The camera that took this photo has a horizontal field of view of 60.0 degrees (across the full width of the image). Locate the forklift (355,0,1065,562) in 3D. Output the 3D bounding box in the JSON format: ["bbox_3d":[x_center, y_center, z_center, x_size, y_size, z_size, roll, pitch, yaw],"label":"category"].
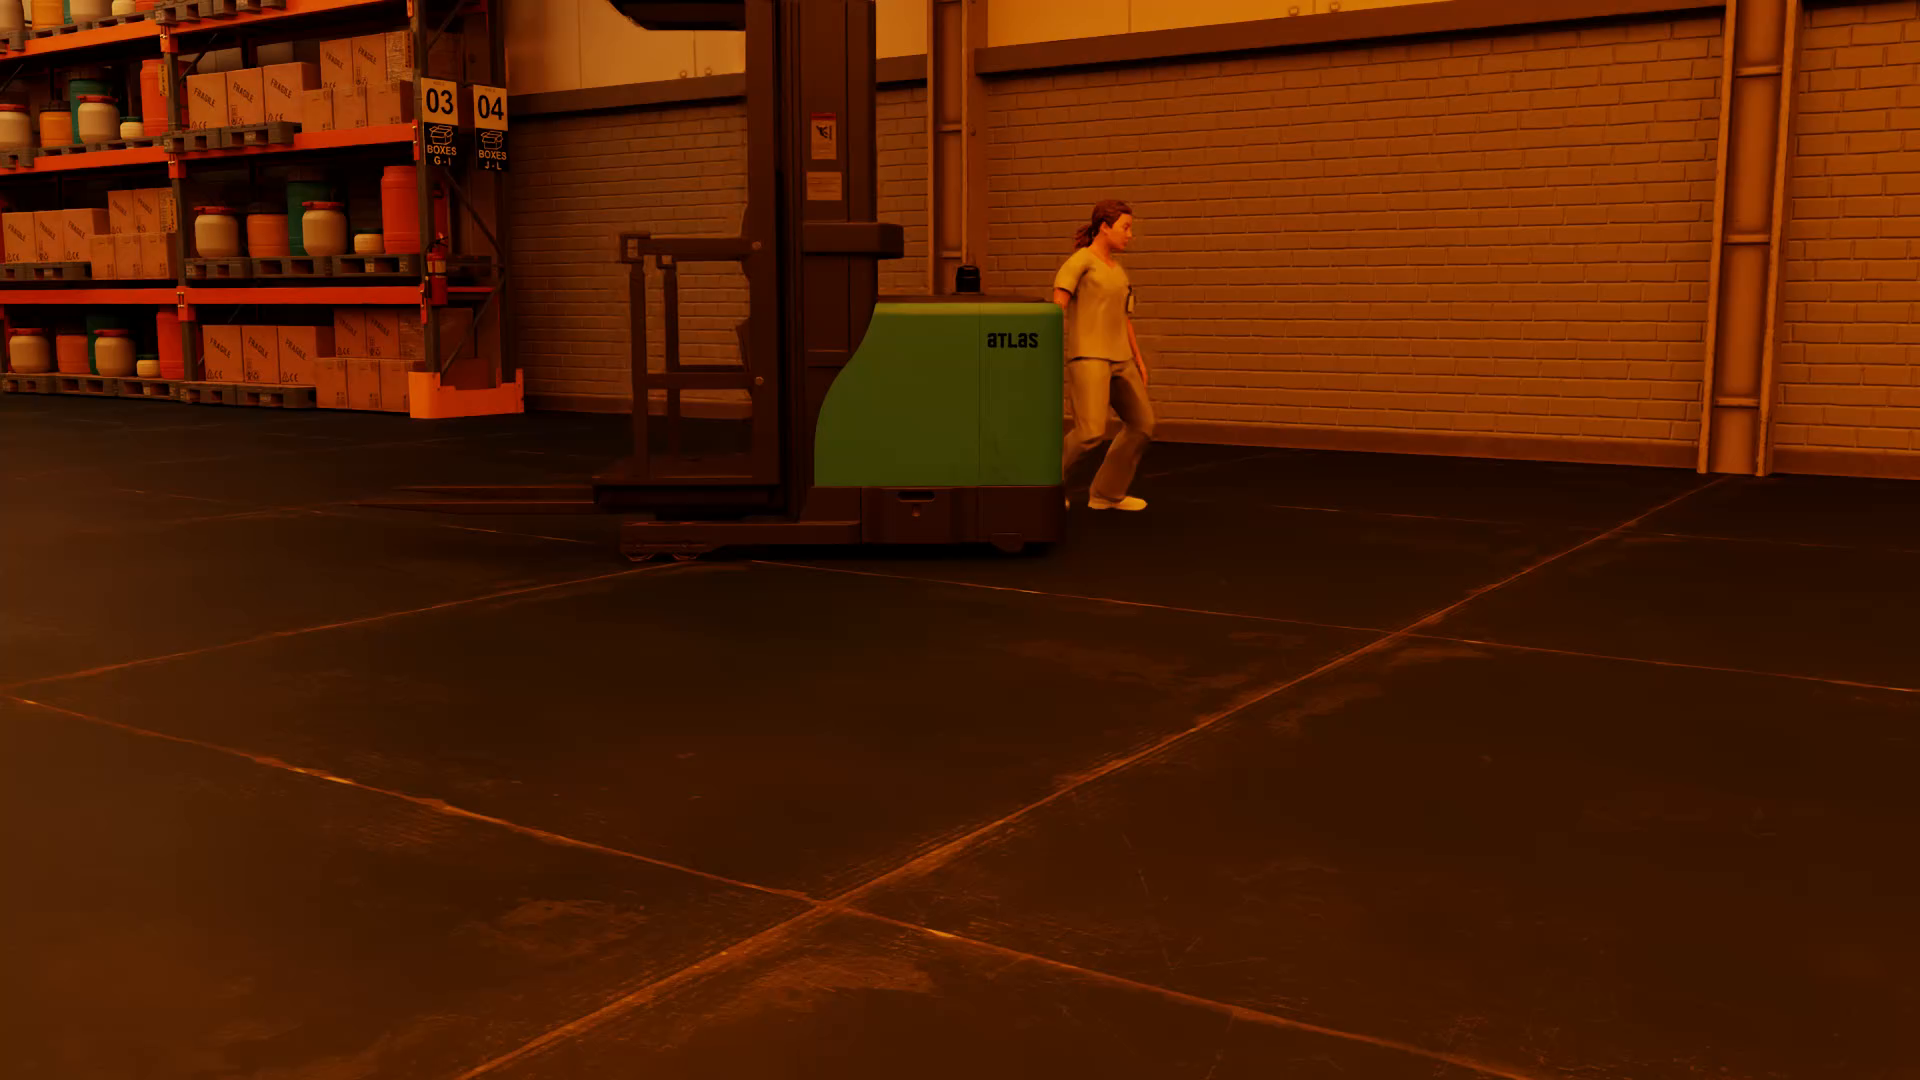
[{"bbox_3d":[-1.079,-1.436,7.295,3.031,2.935,1.130,0,8,-2],"label":"forklift"}]

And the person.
[{"bbox_3d":[0.641,-0.916,8.420,0.780,1.596,0.484,-8,11,-43],"label":"person"}]
